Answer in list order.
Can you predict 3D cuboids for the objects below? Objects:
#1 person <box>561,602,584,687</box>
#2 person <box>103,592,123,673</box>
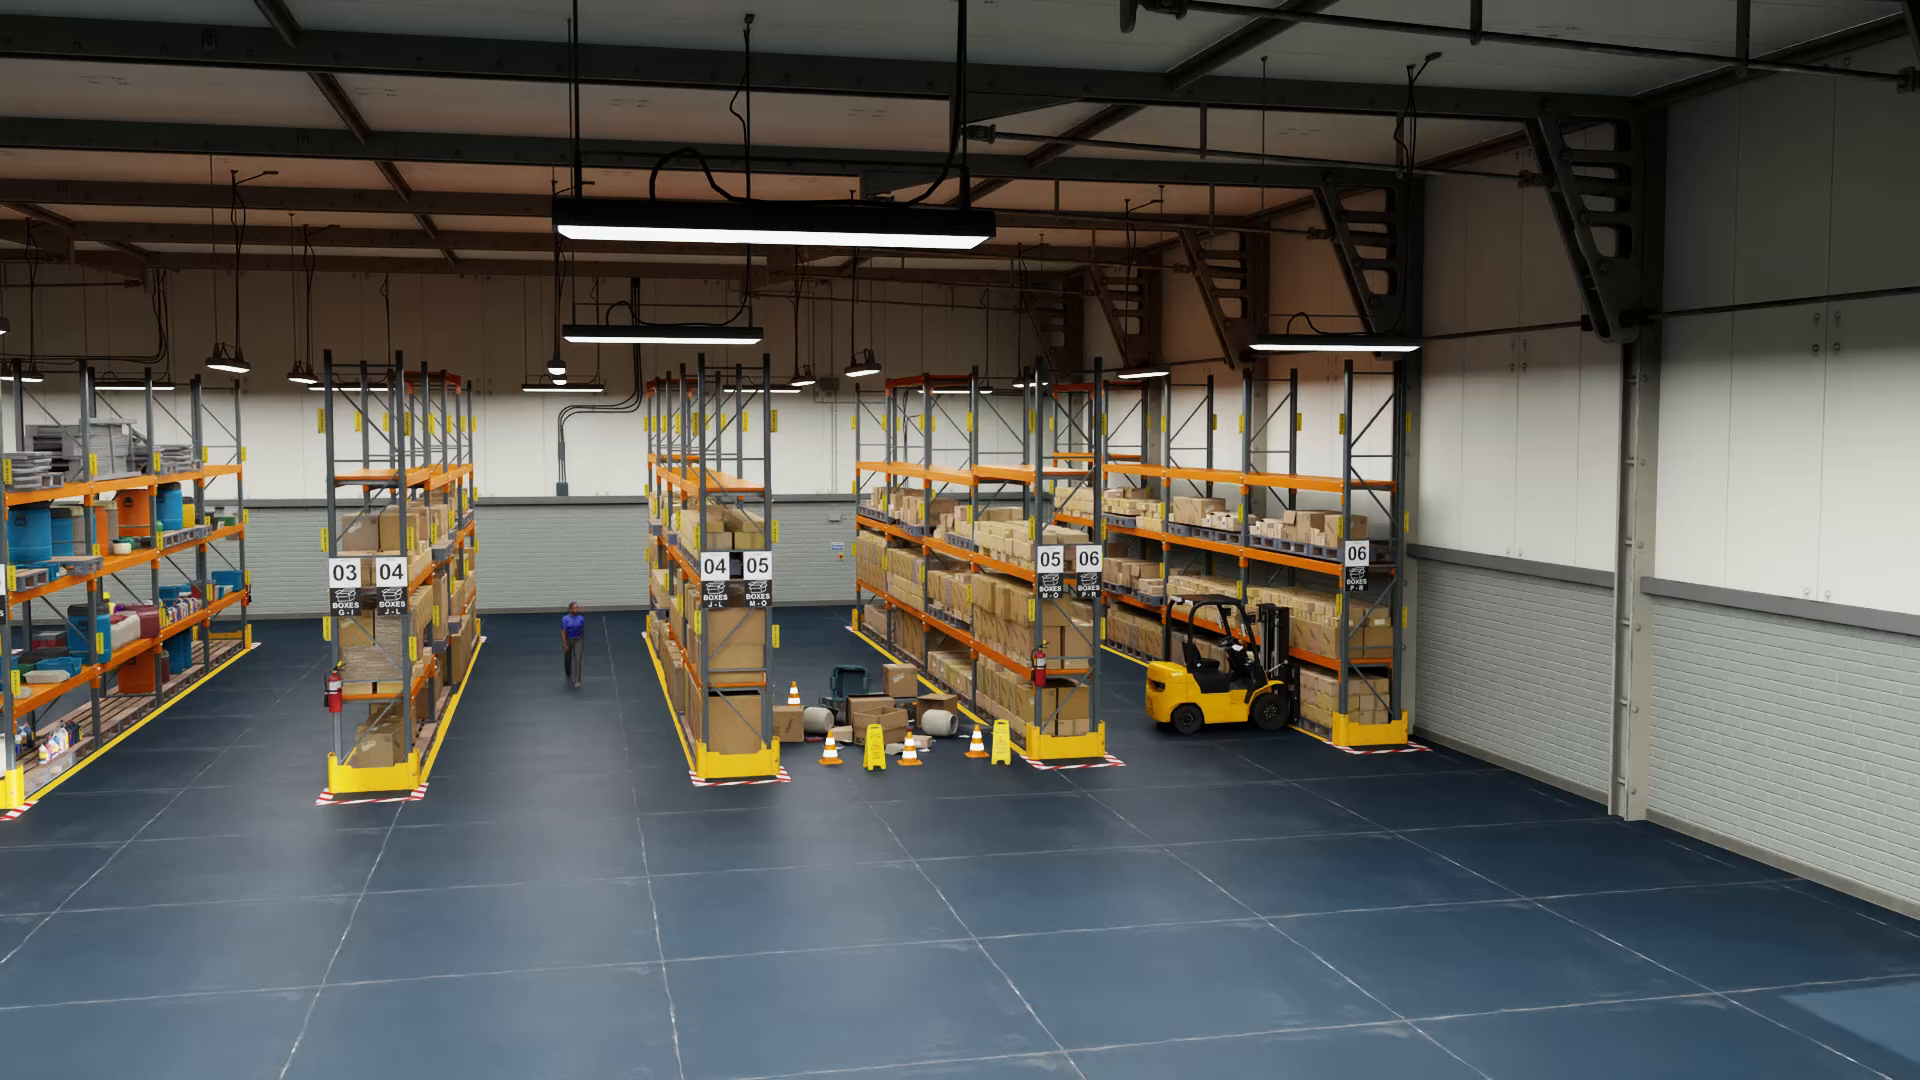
[{"bbox_3d":[-7.404,1.971,31.789,0.415,1.594,1.045,-1,4,-13],"label":"person"},{"bbox_3d":[-17.119,1.855,33.355,0.668,1.667,0.653,0,4,-5],"label":"person"}]
